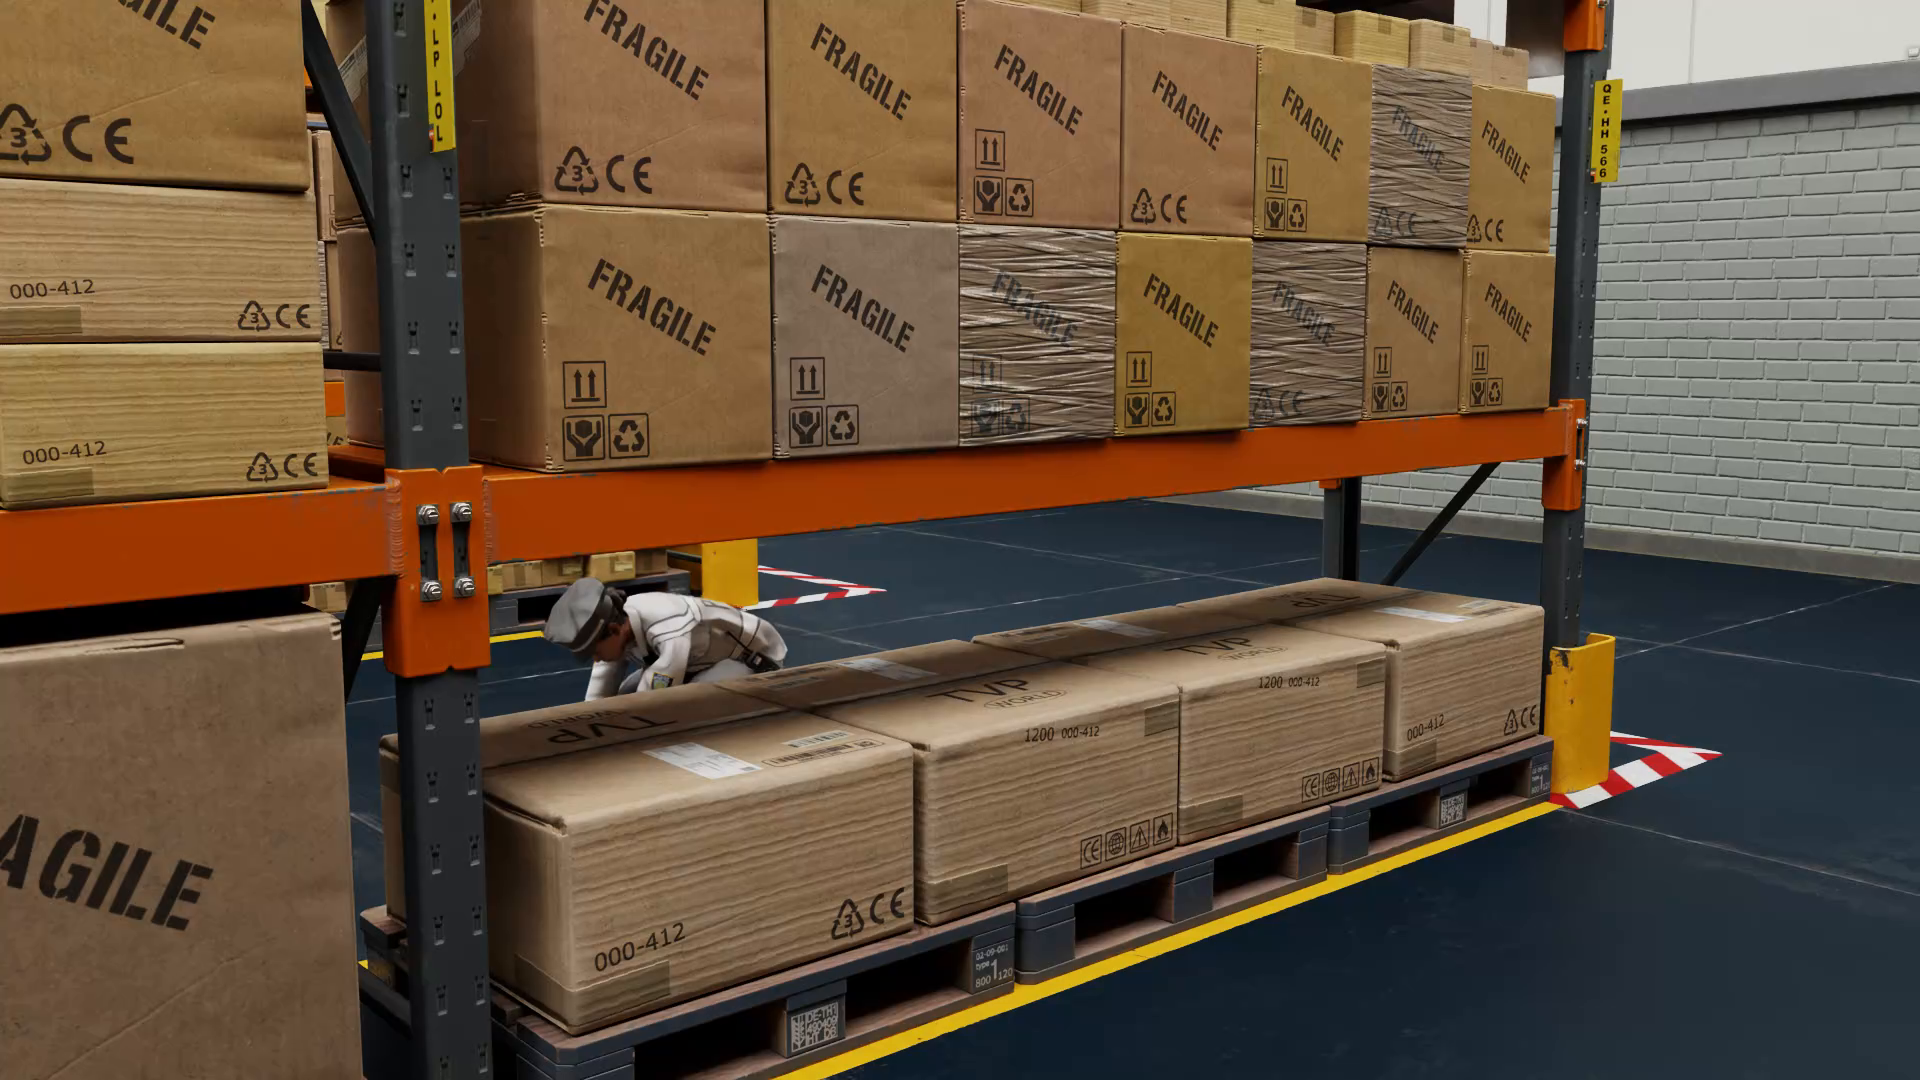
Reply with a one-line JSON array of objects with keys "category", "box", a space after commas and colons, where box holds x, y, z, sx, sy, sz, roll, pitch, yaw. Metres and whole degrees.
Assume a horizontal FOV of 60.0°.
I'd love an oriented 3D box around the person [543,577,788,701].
[{"category": "person", "box": [-0.986, 0.506, 5.605, 0.884, 0.829, 0.468, -7, 10, -42]}]
